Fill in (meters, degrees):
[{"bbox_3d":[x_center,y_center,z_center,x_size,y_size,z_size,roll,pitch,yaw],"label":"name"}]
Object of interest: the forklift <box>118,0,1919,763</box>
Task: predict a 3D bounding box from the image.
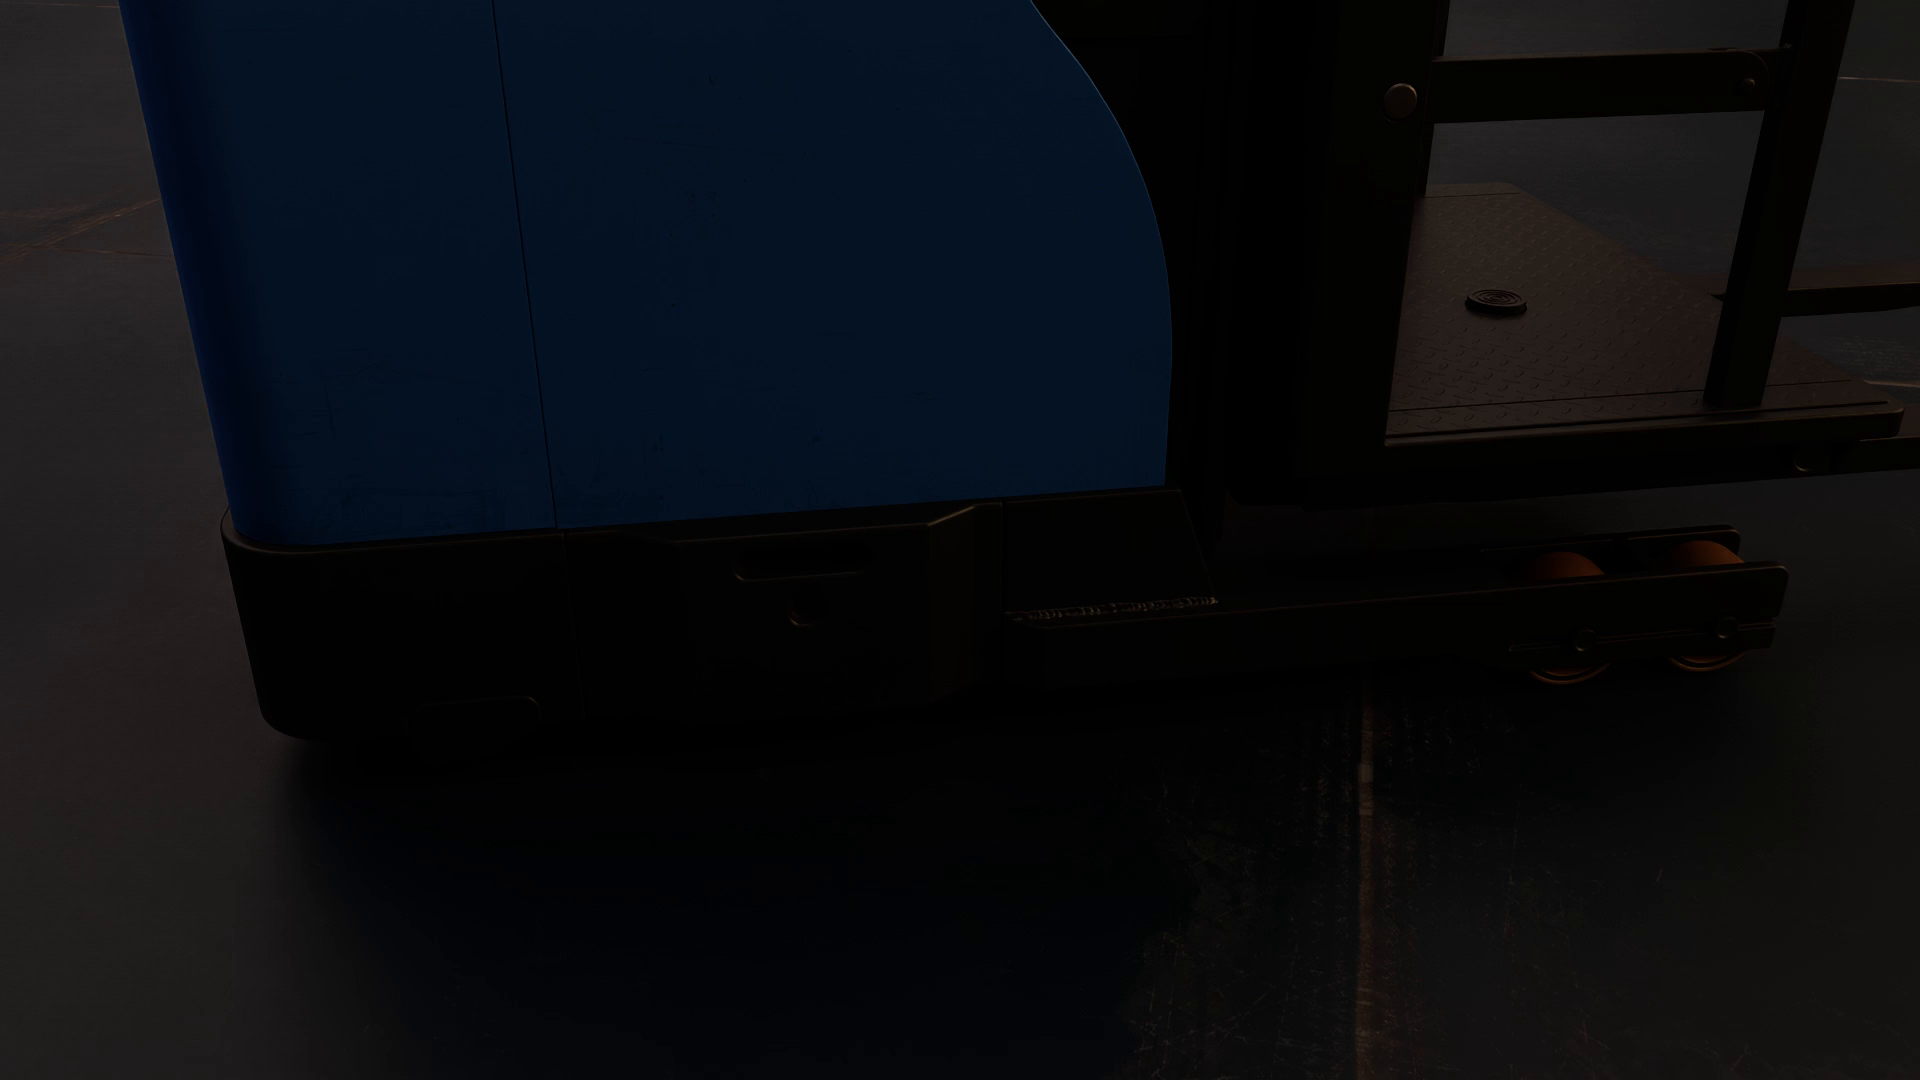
[{"bbox_3d":[0.600,-1.354,1.930,3.031,2.935,1.130,-4,27,-9],"label":"forklift"}]
